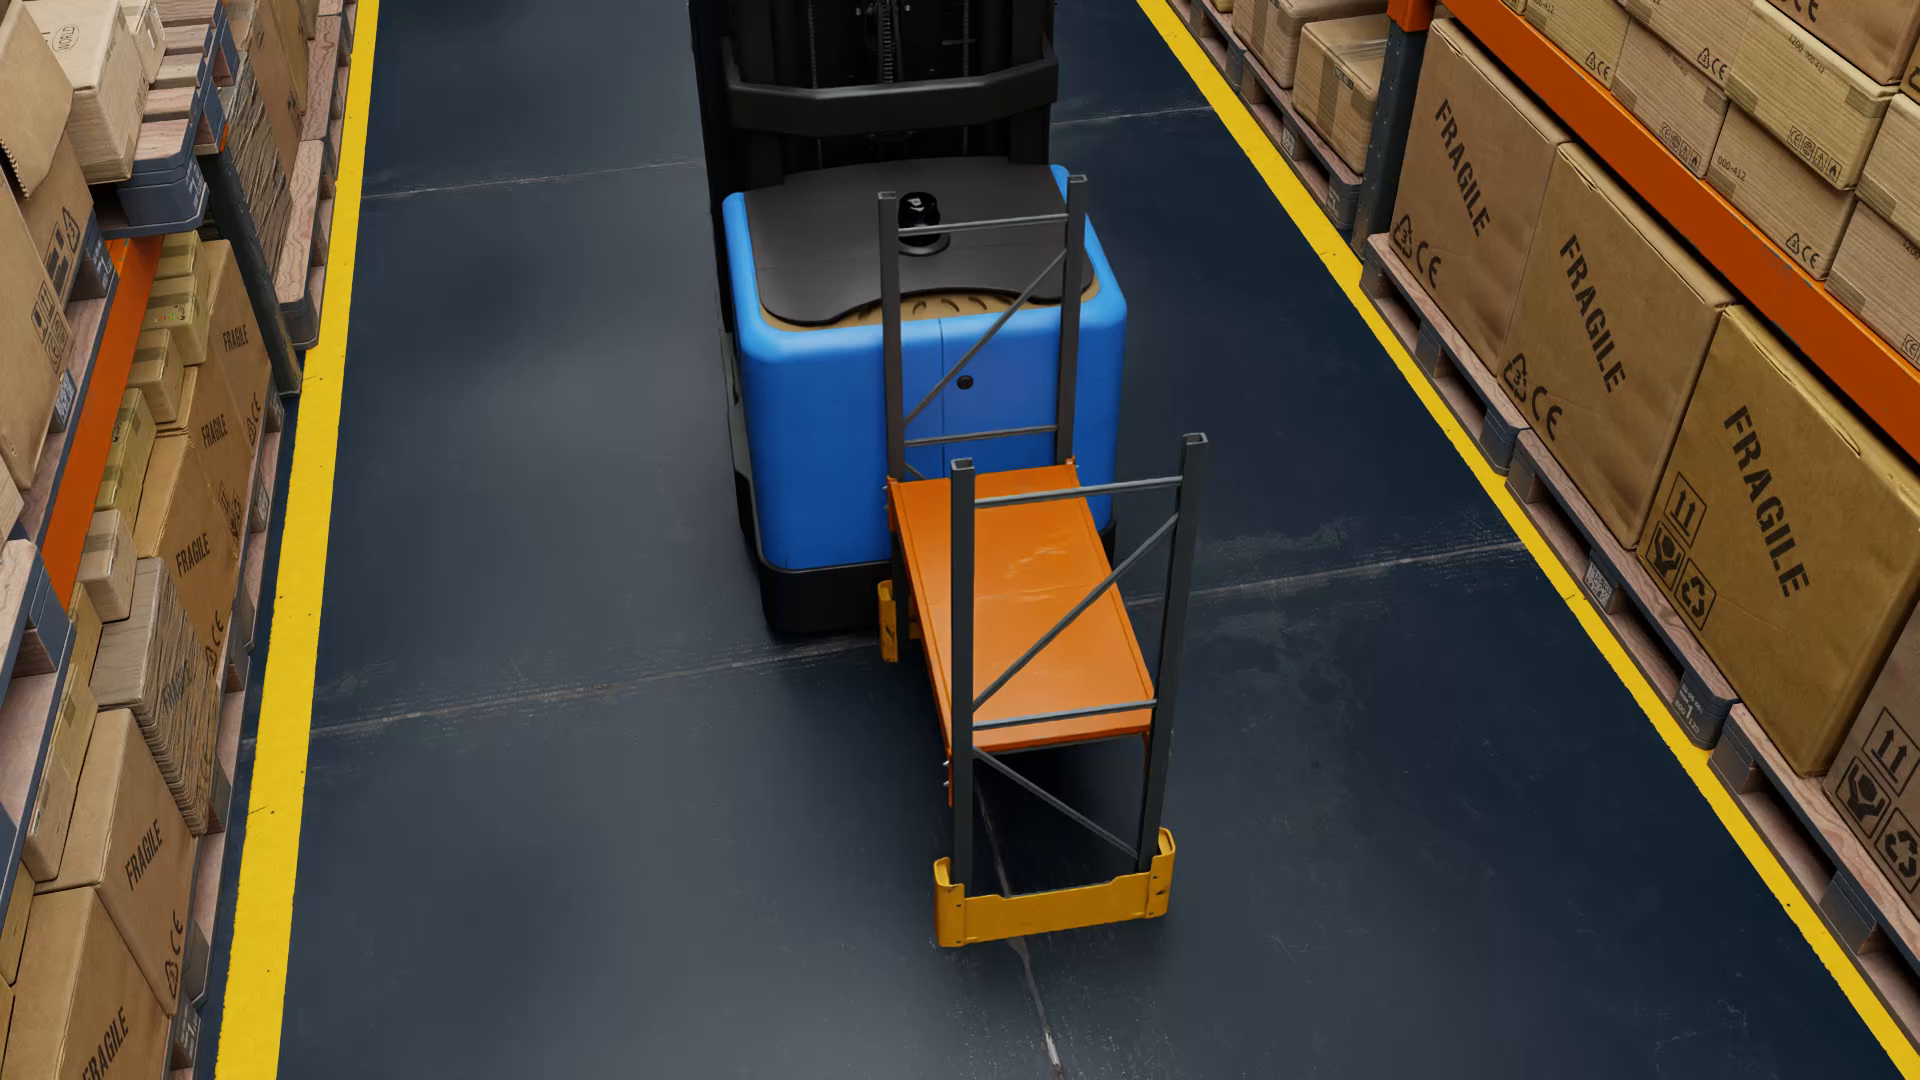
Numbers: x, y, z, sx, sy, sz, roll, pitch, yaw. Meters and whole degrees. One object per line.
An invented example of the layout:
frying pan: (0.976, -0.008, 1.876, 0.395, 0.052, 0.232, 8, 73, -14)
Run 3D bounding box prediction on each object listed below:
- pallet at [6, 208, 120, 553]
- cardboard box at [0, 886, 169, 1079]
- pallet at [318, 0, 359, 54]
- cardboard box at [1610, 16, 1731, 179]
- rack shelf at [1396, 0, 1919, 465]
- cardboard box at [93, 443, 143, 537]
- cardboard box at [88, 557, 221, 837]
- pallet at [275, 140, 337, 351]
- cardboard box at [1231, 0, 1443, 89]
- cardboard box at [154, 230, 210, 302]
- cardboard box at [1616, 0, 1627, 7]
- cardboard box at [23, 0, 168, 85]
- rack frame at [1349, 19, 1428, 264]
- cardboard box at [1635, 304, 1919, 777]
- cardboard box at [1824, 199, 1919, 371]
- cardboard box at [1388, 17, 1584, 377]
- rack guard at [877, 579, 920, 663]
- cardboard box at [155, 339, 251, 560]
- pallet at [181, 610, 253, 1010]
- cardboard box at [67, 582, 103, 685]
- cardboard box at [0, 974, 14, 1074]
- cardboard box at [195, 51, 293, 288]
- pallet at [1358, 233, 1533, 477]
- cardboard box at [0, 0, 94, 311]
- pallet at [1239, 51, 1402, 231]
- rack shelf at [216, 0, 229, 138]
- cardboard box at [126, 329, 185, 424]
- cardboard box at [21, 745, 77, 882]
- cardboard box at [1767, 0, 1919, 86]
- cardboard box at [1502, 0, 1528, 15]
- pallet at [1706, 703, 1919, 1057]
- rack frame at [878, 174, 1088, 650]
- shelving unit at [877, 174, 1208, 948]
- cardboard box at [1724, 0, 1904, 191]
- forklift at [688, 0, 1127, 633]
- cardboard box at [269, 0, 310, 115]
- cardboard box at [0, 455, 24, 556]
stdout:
pallet: (-2.385, -0.263, 3.431, 1.003, 0.211, 1.213, -8, 42, -9)
cardboard box: (-1.955, 1.087, 3.333, 0.500, 0.500, 0.500, -9, 42, -10)
pallet: (-3.476, -2.672, 8.101, 1.003, 0.211, 1.213, -8, 42, -9)
cardboard box: (2.132, -1.227, 4.486, 0.500, 0.250, 0.500, -7, 42, -8)
rack shelf: (2.468, -0.743, 4.369, 1.077, 0.370, 4.000, -8, 42, -9)
cardboard box: (-2.285, -0.087, 4.166, 0.380, 0.149, 0.250, -9, 42, -10)
cardboard box: (-2.165, 0.425, 4.078, 0.500, 0.500, 0.500, -10, 43, -11)
pallet: (-2.949, -1.091, 6.320, 1.003, 0.211, 1.213, -8, 42, -9)
cardboard box: (1.757, -2.327, 7.275, 0.950, 0.372, 0.625, -9, 42, -10)
cardboard box: (-2.455, -0.775, 4.942, 0.380, 0.149, 0.250, -10, 43, -11)
cardboard box: (2.015, -1.740, 4.687, 0.500, 0.250, 0.500, -7, 42, -8)
cardboard box: (-2.293, -1.287, 4.313, 0.380, 0.149, 0.250, -8, 42, -8)
rack frame: (2.037, -2.308, 5.591, 1.000, 3.000, 0.127, -8, 42, -9)
cardboard box: (2.485, -0.053, 4.334, 0.875, 0.875, 0.875, -7, 42, -8)
cardboard box: (2.358, -0.574, 3.750, 0.500, 0.250, 0.500, -9, 42, -10)
cardboard box: (2.105, -1.211, 5.639, 0.875, 0.875, 0.875, -9, 42, -10)
rack guard: (0.058, 0.205, 4.830, 0.587, 0.250, 0.087, -7, 42, -7)
cardboard box: (-2.410, -0.247, 4.836, 0.500, 0.500, 0.500, -9, 42, -10)
pallet: (-2.425, 0.727, 4.272, 1.003, 0.211, 1.213, -8, 42, -9)
cardboard box: (-2.193, 0.255, 3.781, 0.380, 0.149, 0.250, -8, 42, -9)
cardboard box: (-1.965, 0.930, 3.021, 0.380, 0.149, 0.250, -10, 43, -12)
cardboard box: (-2.931, -1.270, 5.893, 0.875, 0.625, 0.625, -7, 42, -8)
pallet: (2.133, -0.743, 5.928, 1.003, 0.211, 1.213, -8, 42, -9)
cardboard box: (-2.276, -0.758, 3.451, 0.797, 0.503, 0.637, -9, 42, -10)
pallet: (1.869, -1.772, 7.087, 1.003, 0.211, 1.213, -8, 42, -9)
rack shelf: (-3.241, -2.622, 6.486, 1.077, 0.370, 4.000, -8, 42, -9)
cardboard box: (-2.352, -0.426, 4.548, 0.380, 0.149, 0.250, -10, 43, -11)
cardboard box: (-2.055, 0.587, 3.407, 0.380, 0.149, 0.250, -8, 42, -9)
cardboard box: (2.223, -1.379, 3.716, 0.500, 0.500, 0.500, -8, 42, -9)
cardboard box: (1.897, -1.899, 5.242, 0.500, 0.250, 0.500, -9, 42, -10)
pallet: (2.660, 0.838, 4.147, 1.003, 0.211, 1.213, -8, 42, -9)
rack frame: (0.055, -0.275, 4.430, 0.500, 1.500, 0.032, -7, 42, -7)
shelving unit: (0.144, 0.064, 4.049, 0.587, 1.500, 1.083, -7, 42, -7)
cardboard box: (2.207, -1.084, 3.948, 0.500, 0.250, 0.500, -8, 42, -9)
forklift: (-0.303, -1.810, 5.081, 1.130, 2.935, 3.031, -7, 42, -7)
cardboard box: (-3.225, -2.128, 6.861, 0.875, 0.625, 0.625, -10, 43, -11)
cardboard box: (-1.871, -0.064, 2.847, 0.396, 0.266, 0.258, -6, 42, -7)
